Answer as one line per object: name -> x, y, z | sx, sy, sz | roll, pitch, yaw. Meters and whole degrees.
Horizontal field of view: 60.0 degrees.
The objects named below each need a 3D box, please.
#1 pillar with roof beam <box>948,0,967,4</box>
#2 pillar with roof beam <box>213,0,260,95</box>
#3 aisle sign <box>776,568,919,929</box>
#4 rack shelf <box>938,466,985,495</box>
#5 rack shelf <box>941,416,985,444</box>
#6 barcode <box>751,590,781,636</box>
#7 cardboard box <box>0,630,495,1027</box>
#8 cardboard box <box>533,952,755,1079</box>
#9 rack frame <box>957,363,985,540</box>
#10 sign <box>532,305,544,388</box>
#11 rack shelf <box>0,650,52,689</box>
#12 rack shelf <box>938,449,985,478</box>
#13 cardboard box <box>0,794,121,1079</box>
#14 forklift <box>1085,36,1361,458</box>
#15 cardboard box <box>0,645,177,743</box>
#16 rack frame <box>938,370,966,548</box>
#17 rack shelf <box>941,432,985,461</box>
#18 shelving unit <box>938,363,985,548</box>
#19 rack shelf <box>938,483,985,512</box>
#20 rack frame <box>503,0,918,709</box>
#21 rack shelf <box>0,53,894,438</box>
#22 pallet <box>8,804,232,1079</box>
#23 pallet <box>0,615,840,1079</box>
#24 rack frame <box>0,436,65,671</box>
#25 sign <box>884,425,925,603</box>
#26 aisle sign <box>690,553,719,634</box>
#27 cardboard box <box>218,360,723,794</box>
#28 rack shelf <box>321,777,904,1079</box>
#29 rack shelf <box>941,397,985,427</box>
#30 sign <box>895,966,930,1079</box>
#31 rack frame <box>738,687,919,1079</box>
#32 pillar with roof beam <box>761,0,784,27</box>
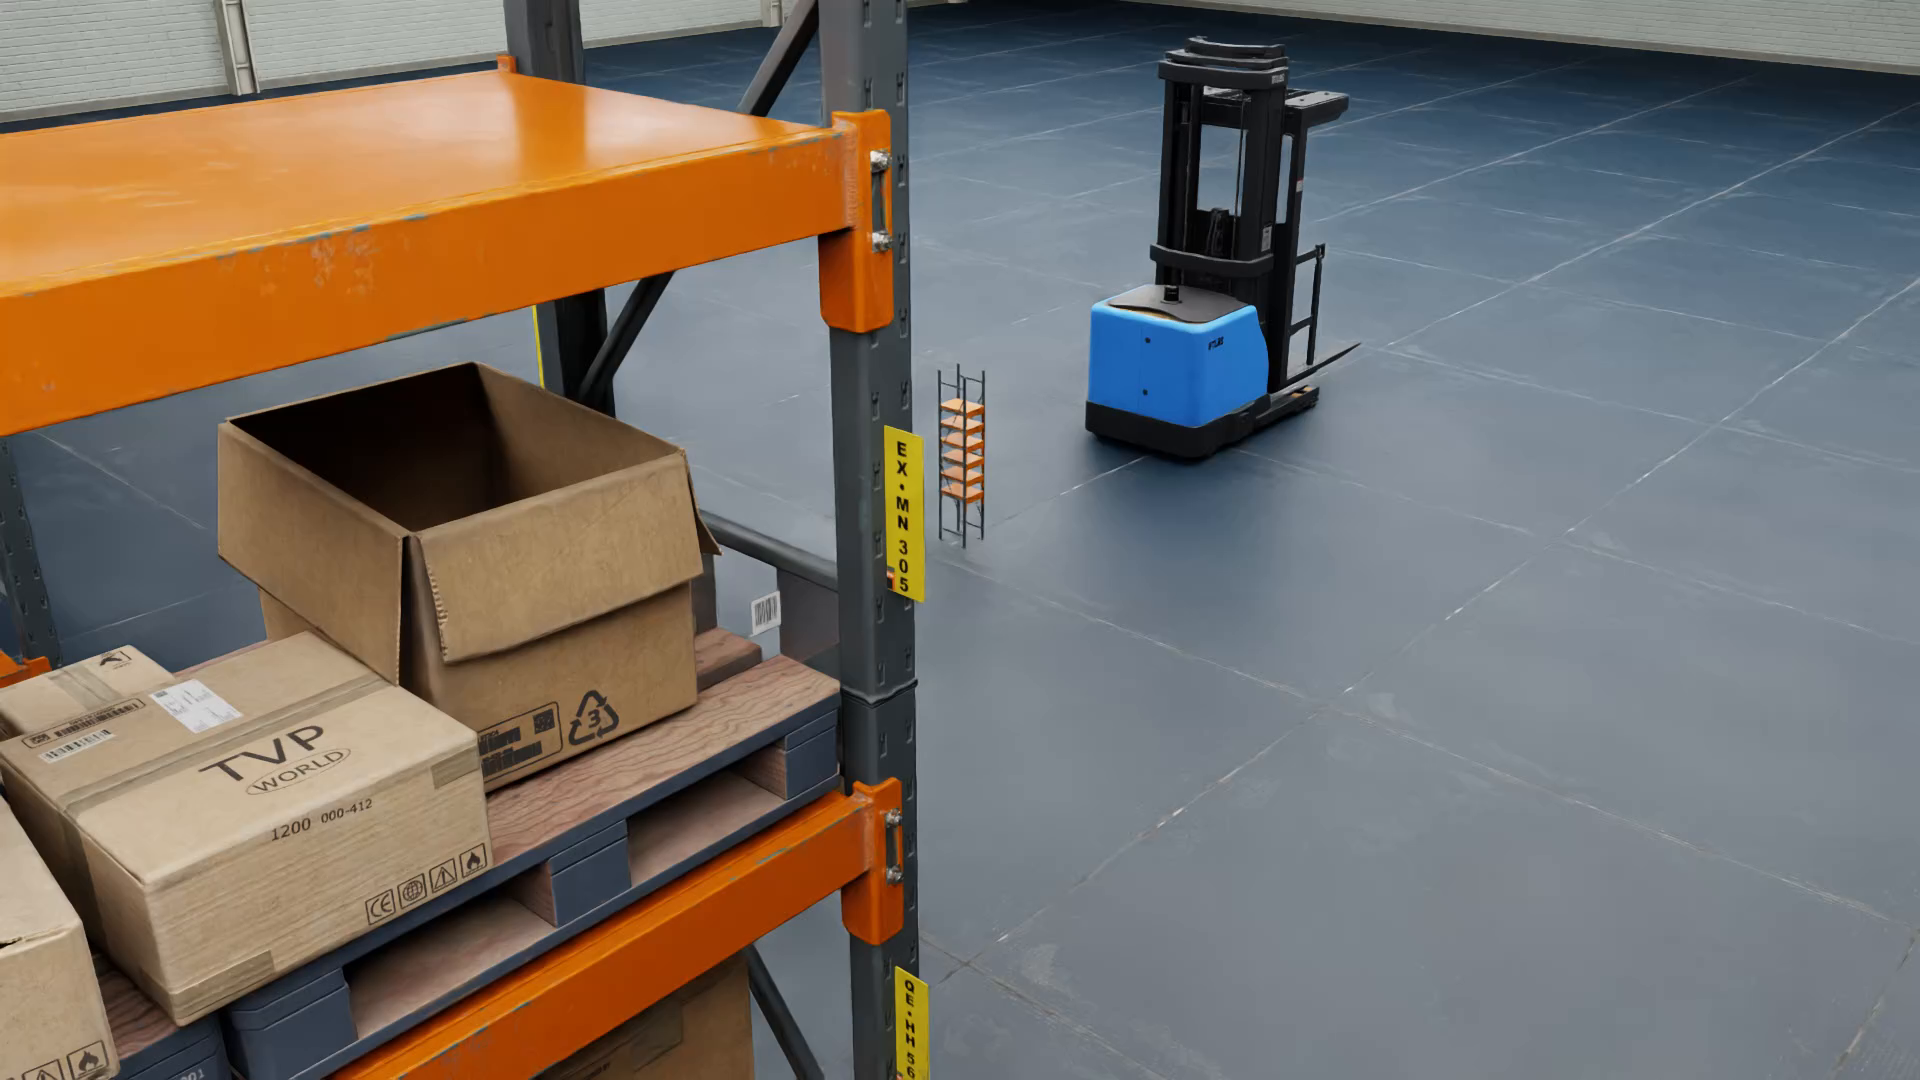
pillar with roof beam -> 3.141, -15.964, 35.856 | 9.100, 9.000, 0.400 | 20, 31, 38
pillar with roof beam -> -8.873, -10.480, 23.625 | 9.100, 9.000, 0.400 | 20, 31, 38
aisle sign -> -0.236, 0.412, 3.487 | 0.394, 0.787, 0.004 | 20, 31, 38
rack shelf -> 0.010, -0.402, 11.082 | 0.258, 0.103, 0.180 | 20, 31, 38
rack shelf -> 0.010, -0.730, 10.934 | 0.258, 0.103, 0.180 | 20, 31, 38
barcode -> -0.340, 0.128, 2.922 | 0.001, 0.075, 0.075 | 20, 31, 38
cardboard box -> -1.070, 0.405, 2.512 | 0.500, 0.250, 0.500 | 20, 31, 38
cardboard box -> -0.855, 1.055, 3.522 | 0.700, 0.500, 0.500 | 20, 31, 38
rack frame -> 0.071, -0.580, 11.077 | 0.240, 1.200, 0.006 | 20, 31, 38
sign -> -0.907, -0.419, 3.686 | 0.100, 0.325, 0.005 | 20, 31, 38
rack shelf -> -5.519, 1.122, 5.960 | 1.077, 0.370, 4.000 | 20, 31, 38
rack shelf -> 0.010, -0.511, 11.033 | 0.258, 0.103, 0.180 | 20, 31, 38
cardboard box -> -1.441, 0.547, 2.122 | 0.500, 0.311, 0.500 | -20, 31, -37
forklift -> 2.304, -2.485, 13.211 | 1.130, 2.935, 3.031 | 19, 30, 35
cardboard box -> -1.415, 0.339, 2.784 | 0.380, 0.149, 0.250 | 20, 31, 38
rack frame -> -0.051, -0.524, 10.952 | 0.240, 1.200, 0.006 | 20, 31, 38
rack shelf -> 0.010, -0.621, 10.983 | 0.258, 0.103, 0.180 | 20, 31, 38
shelving unit -> 0.010, -0.552, 11.014 | 0.258, 1.200, 0.189 | 20, 31, 38
rack shelf -> 0.010, -0.292, 11.131 | 0.258, 0.103, 0.180 | 20, 31, 38
rack frame -> -0.498, -1.199, 2.926 | 1.000, 3.000, 0.127 | 20, 31, 38
rack shelf -> -1.833, -0.079, 1.796 | 1.077, 0.370, 4.000 | 20, 31, 38
pallet -> -1.803, 0.792, 2.260 | 1.003, 0.211, 1.213 | 20, 31, 38
pallet -> -0.989, 0.418, 3.093 | 1.003, 0.211, 1.213 | 20, 31, 38
rack frame -> -4.184, 0.184, 7.172 | 1.000, 3.000, 0.127 | 20, 31, 38
sign -> -0.103, -0.046, 3.035 | 0.100, 0.325, 0.005 | 20, 31, 38
aisle sign -> -0.682, 0.248, 3.852 | 0.394, 0.787, 0.004 | 20, 31, 38
cardboard box -> -0.885, 0.041, 3.016 | 0.637, 0.503, 0.797 | -22, 32, -39
rack shelf -> -1.833, 1.107, 2.328 | 1.077, 0.370, 4.000 | 20, 31, 38
rack shelf -> 0.010, -0.840, 10.885 | 0.258, 0.103, 0.180 | 20, 31, 38
sign -> -0.103, 1.054, 3.528 | 0.100, 0.325, 0.005 | 20, 31, 38
rack frame -> -0.498, 1.538, 4.153 | 1.000, 3.000, 0.127 | 20, 31, 38
pillar with roof beam -> -0.864, -14.136, 31.779 | 9.100, 9.000, 0.400 | 20, 31, 38
